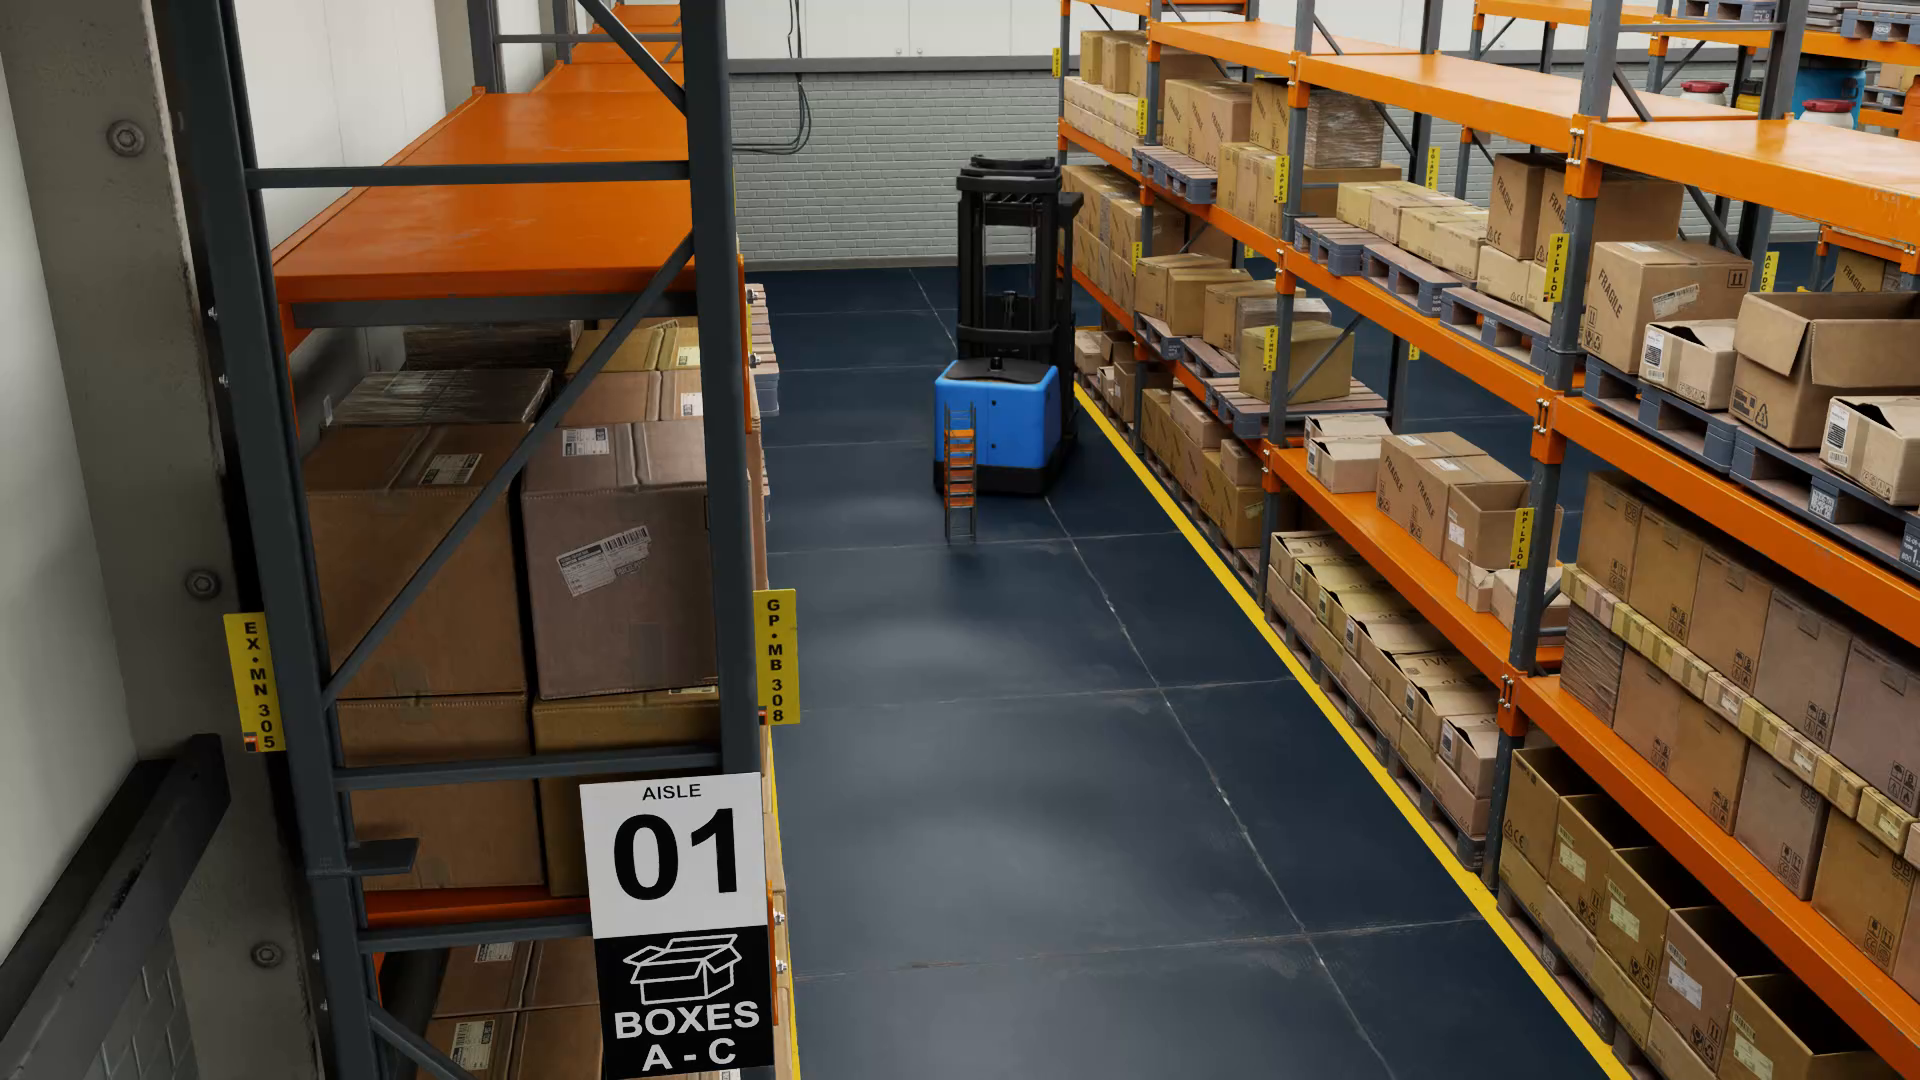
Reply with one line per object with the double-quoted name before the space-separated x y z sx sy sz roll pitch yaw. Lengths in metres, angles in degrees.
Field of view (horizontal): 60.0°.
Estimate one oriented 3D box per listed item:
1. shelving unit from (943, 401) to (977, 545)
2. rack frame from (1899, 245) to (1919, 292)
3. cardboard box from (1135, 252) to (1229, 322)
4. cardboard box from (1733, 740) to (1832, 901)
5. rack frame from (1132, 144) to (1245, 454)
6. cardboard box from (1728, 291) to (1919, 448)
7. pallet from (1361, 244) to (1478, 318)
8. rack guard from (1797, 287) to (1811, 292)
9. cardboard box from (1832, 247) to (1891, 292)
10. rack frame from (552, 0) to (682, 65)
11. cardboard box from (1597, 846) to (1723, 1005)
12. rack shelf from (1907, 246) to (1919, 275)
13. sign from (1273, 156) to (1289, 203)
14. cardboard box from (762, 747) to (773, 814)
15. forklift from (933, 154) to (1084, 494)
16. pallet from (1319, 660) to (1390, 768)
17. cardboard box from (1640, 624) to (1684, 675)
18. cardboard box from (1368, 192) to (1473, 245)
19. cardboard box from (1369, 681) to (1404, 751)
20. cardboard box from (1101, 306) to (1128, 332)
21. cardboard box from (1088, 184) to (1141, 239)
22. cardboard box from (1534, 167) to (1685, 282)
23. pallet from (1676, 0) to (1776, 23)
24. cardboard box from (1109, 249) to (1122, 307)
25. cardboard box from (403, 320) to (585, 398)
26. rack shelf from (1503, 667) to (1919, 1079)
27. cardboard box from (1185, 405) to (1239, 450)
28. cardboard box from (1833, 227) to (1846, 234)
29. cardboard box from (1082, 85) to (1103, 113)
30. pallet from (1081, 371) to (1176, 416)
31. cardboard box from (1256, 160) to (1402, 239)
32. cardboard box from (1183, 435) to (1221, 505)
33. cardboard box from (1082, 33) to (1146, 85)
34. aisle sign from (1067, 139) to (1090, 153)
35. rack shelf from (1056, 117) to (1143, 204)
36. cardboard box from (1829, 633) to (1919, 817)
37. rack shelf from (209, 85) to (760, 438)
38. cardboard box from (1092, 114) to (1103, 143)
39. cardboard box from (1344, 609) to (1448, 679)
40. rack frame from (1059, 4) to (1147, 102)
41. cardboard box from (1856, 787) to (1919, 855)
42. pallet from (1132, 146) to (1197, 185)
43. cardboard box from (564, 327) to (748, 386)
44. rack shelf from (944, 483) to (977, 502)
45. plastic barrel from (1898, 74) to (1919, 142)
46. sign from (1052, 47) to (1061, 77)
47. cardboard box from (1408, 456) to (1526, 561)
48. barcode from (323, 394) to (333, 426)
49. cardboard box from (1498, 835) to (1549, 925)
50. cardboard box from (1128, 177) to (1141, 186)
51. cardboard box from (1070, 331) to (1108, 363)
"shelving unit" 0.002 -0.557 13.993 0.258 1.200 0.189 -3 21 -8
"rack frame" 7.703 -1.165 13.048 1.000 3.000 0.127 -3 21 -8
"cardboard box" 2.072 -2.369 15.530 0.700 0.500 0.500 -10 23 -26
"cardboard box" 3.674 1.109 6.818 0.700 0.500 0.500 -2 21 -6
"rack frame" 2.225 -2.301 16.090 1.000 3.000 0.127 -3 21 -8
"cardboard box" 3.490 -0.671 6.490 0.797 0.503 0.637 -1 20 -2
"pallet" 3.152 -1.616 10.237 1.003 0.211 1.213 -2 21 -5
"rack guard" 11.448 -3.022 21.592 1.175 0.500 0.348 -3 21 -8
"cardboard box" 11.623 -3.168 20.849 0.875 0.875 0.875 -3 21 -8
"rack frame" -2.100 -3.476 10.660 1.000 3.000 0.127 -3 21 -8
"cardboard box" 3.279 1.731 7.552 0.500 0.500 0.500 -3 21 -8
"rack shelf" 7.992 -1.541 10.795 1.077 0.370 4.000 -3 21 -8
"sign" 2.264 -2.537 11.696 0.100 0.325 0.005 -3 21 -8
"cardboard box" -0.934 1.105 6.085 0.500 0.500 0.500 -2 21 -6
"forklift" 0.573 -2.277 16.124 1.130 2.935 3.031 4 21 12
"pallet" 3.054 1.098 10.973 1.003 0.211 1.213 -3 21 -8
"cardboard box" 3.339 0.488 7.554 0.380 0.149 0.250 -3 21 -8
"cardboard box" 3.016 -2.113 10.914 0.500 0.250 0.500 -2 21 -6
"cardboard box" 2.886 1.079 10.371 0.500 0.250 0.500 -2 21 -7
"cardboard box" 1.970 -2.545 19.688 0.500 0.500 0.500 -3 21 -8
"cardboard box" 1.675 -3.505 17.740 0.500 0.500 0.500 -3 21 -8
"cardboard box" 3.328 -1.630 8.548 0.500 0.500 0.500 -3 21 -7
"pallet" 7.277 -4.799 15.046 1.003 0.211 1.213 -3 21 -8
"cardboard box" 1.823 -2.687 16.979 0.500 0.500 0.500 -2 21 -6
"cardboard box" -1.471 -0.496 5.369 0.500 0.500 0.500 -3 21 -8
"rack shelf" 3.666 1.498 6.946 1.077 0.370 4.000 -3 21 -8
"cardboard box" 2.270 -0.988 14.446 0.500 0.250 0.500 -3 21 -9
"cardboard box" 11.176 -3.927 20.803 0.380 0.149 0.250 -3 21 -7
"cardboard box" 1.608 -4.718 17.774 0.500 0.250 0.500 -3 21 -8
"pallet" 1.948 -1.656 18.349 1.003 0.211 1.213 -3 21 -8
"cardboard box" 2.705 -2.518 12.240 0.910 0.500 0.500 -3 21 -8
"cardboard box" 2.278 -0.624 14.543 0.500 0.500 0.500 -4 21 -10
"cardboard box" 1.727 -5.252 18.132 0.700 0.500 0.500 -3 21 -8
"aisle sign" 1.348 -4.913 19.367 0.394 0.787 0.004 -3 21 -8
"rack shelf" 1.936 -4.062 17.545 1.077 0.370 4.000 -3 21 -8
"cardboard box" 3.738 0.662 6.159 0.700 0.500 0.500 -3 21 -8
"rack shelf" -1.235 -1.060 5.225 1.077 0.370 4.000 -3 21 -8
"cardboard box" 1.682 -4.311 17.398 0.500 0.250 0.500 -3 21 -8
"cardboard box" 2.816 0.645 10.731 0.500 0.311 0.500 -3 21 -8
"rack frame" 1.648 -6.497 18.749 1.000 3.000 0.127 -3 21 -8
"cardboard box" 3.562 1.023 6.120 0.380 0.149 0.250 -2 21 -6
"pallet" 2.249 -3.389 14.984 1.213 0.211 1.003 -3 21 -8
"cardboard box" -0.869 -0.324 4.908 0.500 0.500 0.500 -2 21 -6
"rack shelf" 0.002 -0.403 14.050 0.258 0.103 0.180 -3 21 -8
"plastic barrel" 7.625 -3.165 12.901 0.600 0.830 0.708 -3 21 -8
"sign" 1.111 -5.473 19.047 0.100 0.325 0.005 -3 21 -8
"cardboard box" 3.135 -0.201 10.324 0.500 0.500 0.500 -3 21 -8
"barcode" -1.544 -0.317 4.062 0.001 0.075 0.075 -3 21 -8
"cardboard box" 3.145 1.736 8.611 0.500 0.250 0.500 -3 21 -8
"cardboard box" 2.137 -3.707 18.282 0.500 0.500 0.500 -2 21 -6
"cardboard box" 1.518 -2.228 19.197 0.500 0.250 0.500 -3 21 -8
